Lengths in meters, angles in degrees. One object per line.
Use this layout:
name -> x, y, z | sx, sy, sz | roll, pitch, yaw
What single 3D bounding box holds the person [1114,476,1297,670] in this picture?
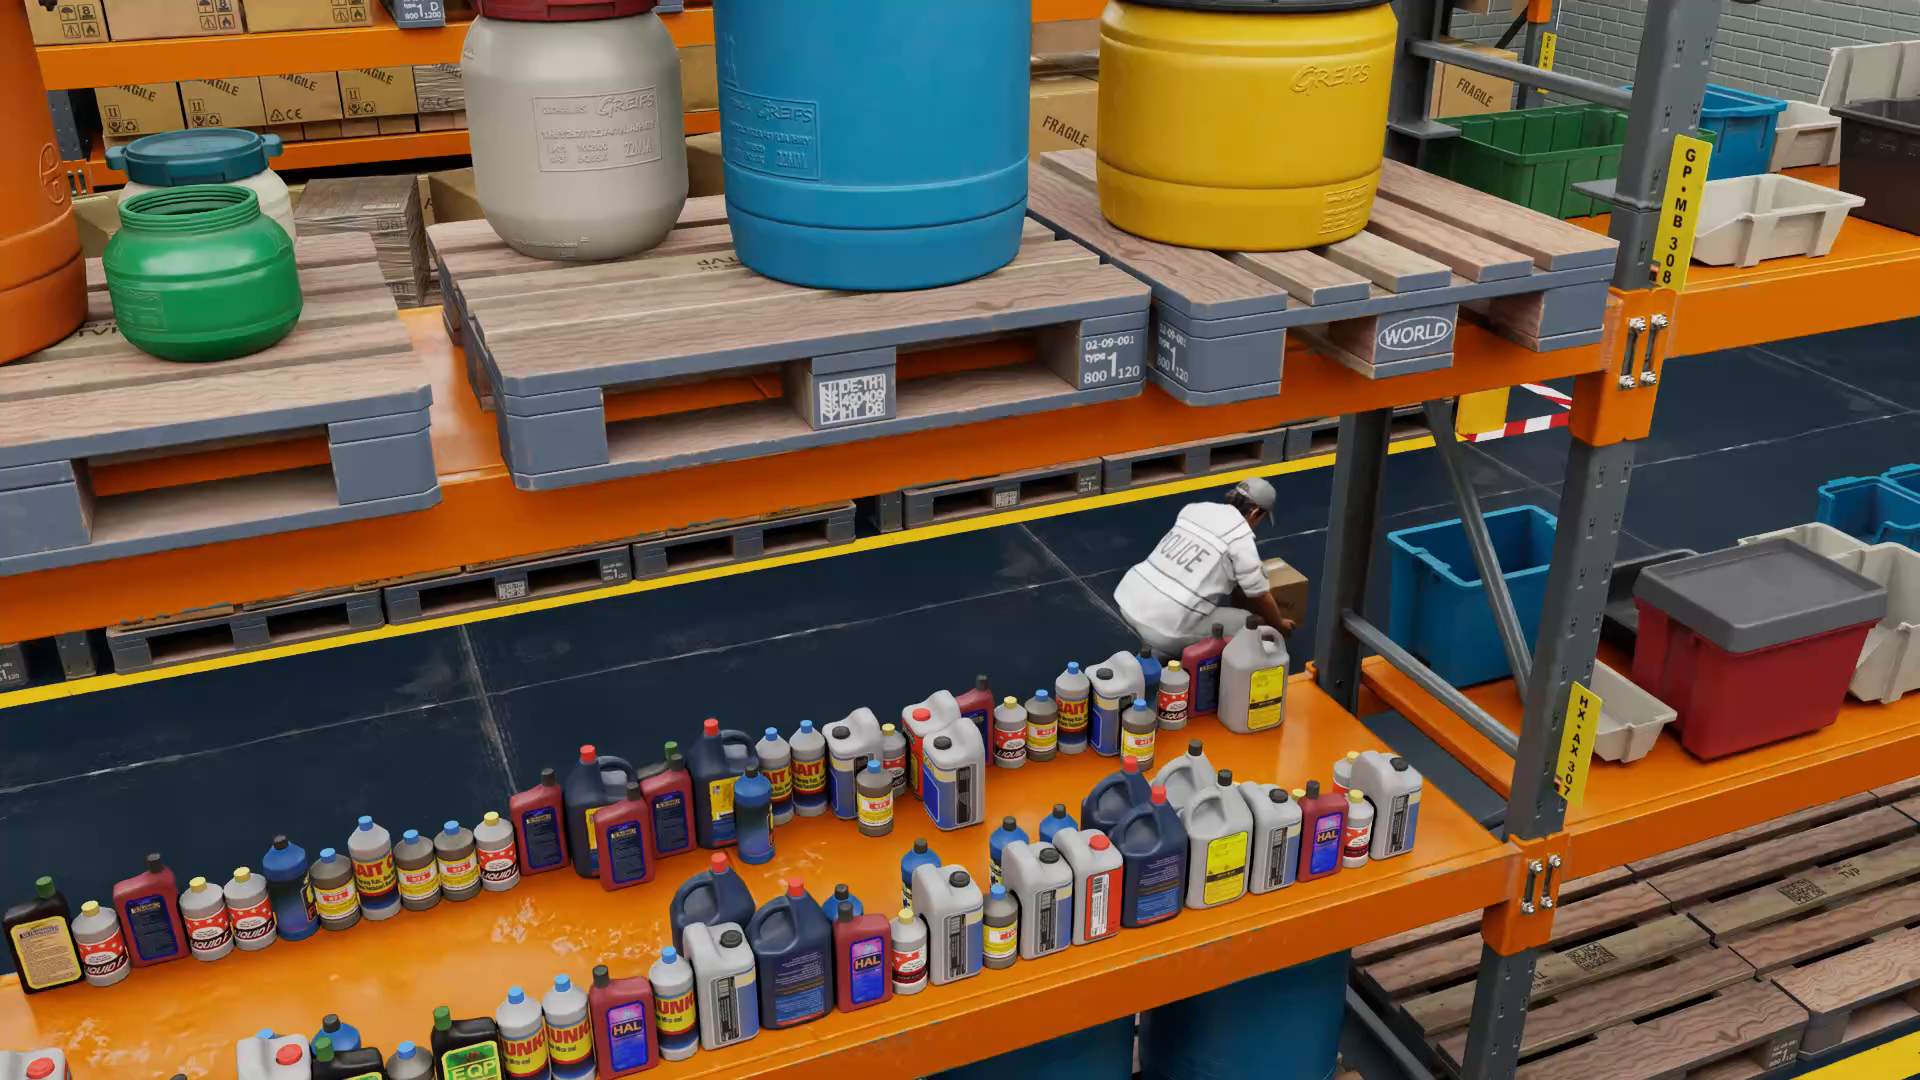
person -> 1.120, 0.207, 7.532 | 0.846, 0.937, 0.516 | -11, 28, -20
